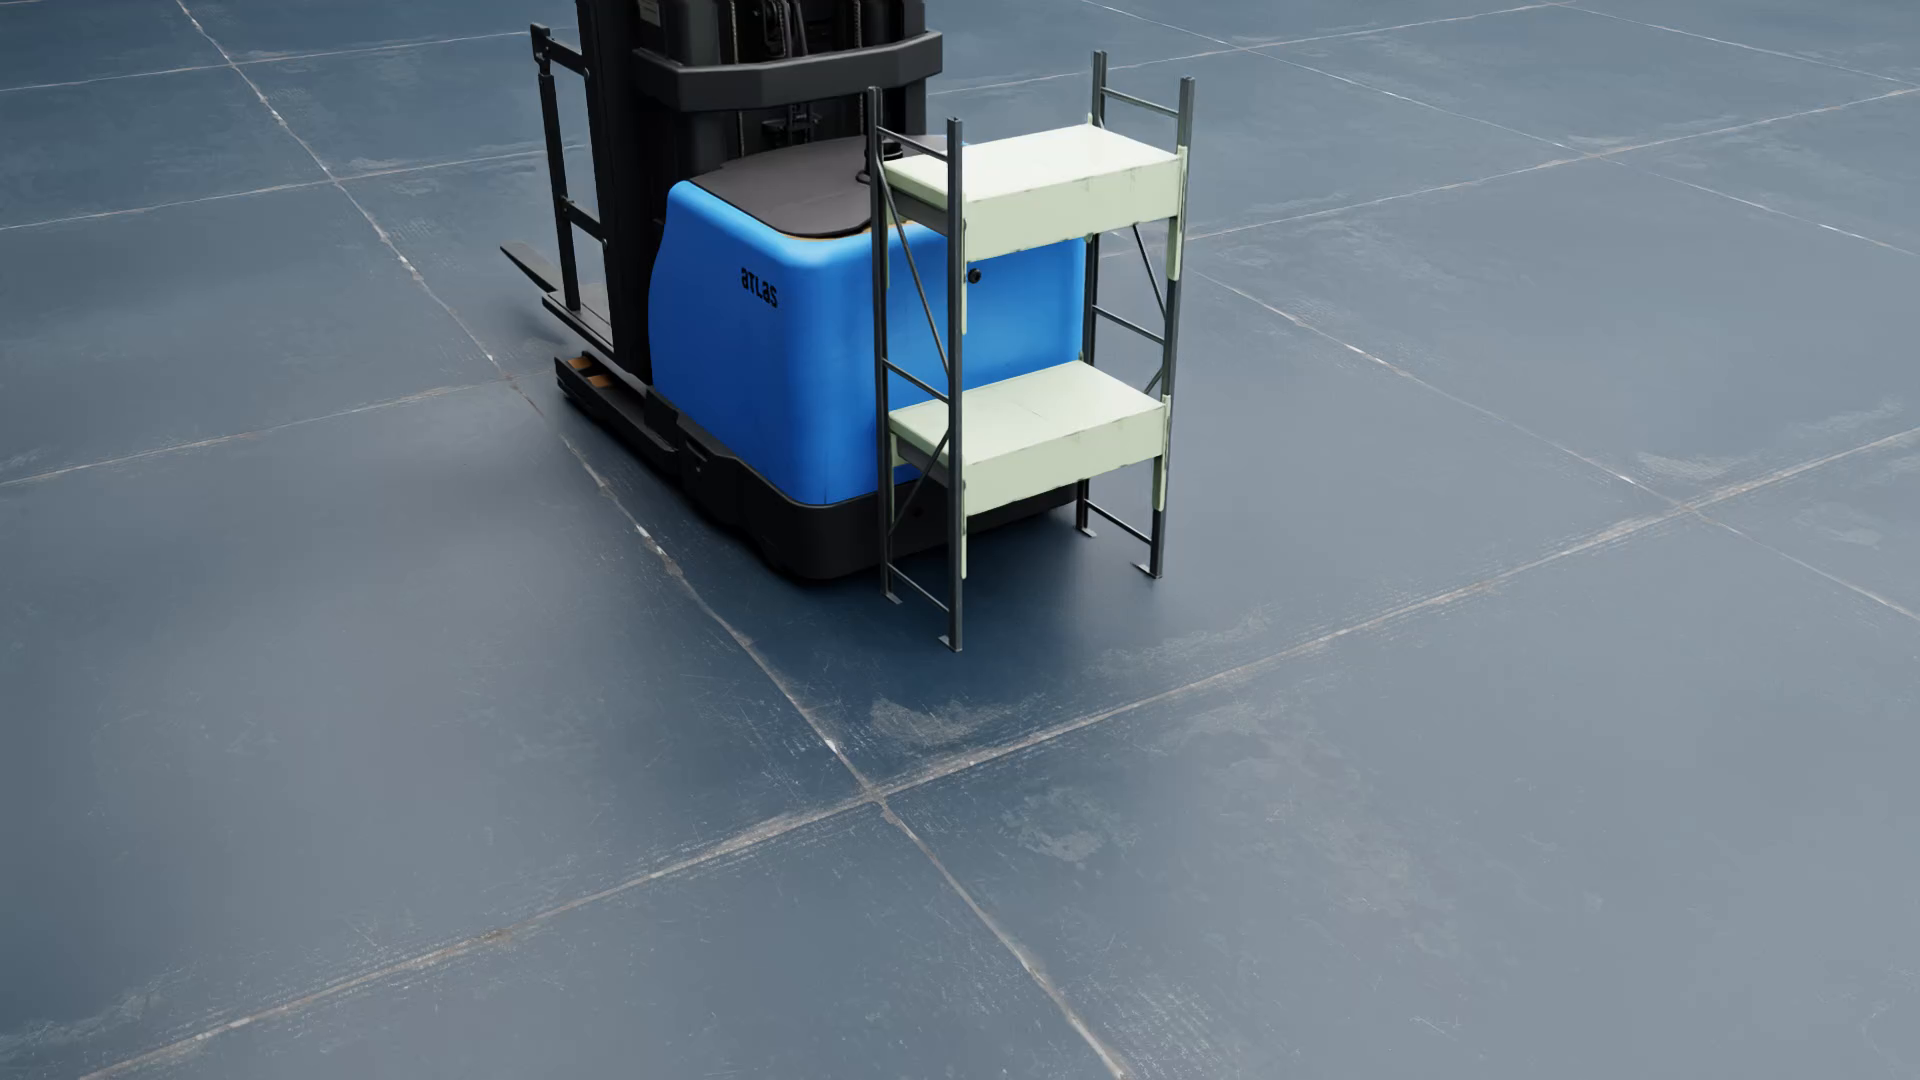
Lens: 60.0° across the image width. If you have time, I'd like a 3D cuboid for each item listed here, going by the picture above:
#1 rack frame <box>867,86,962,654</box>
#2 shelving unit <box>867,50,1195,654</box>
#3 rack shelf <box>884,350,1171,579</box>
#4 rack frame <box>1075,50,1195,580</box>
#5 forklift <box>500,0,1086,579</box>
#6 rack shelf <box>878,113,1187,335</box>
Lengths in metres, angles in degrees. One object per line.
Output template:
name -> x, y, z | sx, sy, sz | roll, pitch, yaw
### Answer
rack frame -> -0.115, -0.420, 4.458 | 0.023, 1.500, 0.400 | -18, 34, -29
shelving unit -> 0.188, -0.519, 4.638 | 0.755, 1.500, 0.431 | -18, 34, -29
rack shelf -> 0.188, -0.233, 4.796 | 0.720, 0.370, 0.431 | -18, 34, -29
rack frame -> 0.491, -0.618, 4.818 | 0.023, 1.500, 0.400 | -18, 34, -29
forklift -> -0.841, -1.833, 5.538 | 1.130, 2.935, 3.031 | -18, 34, -29
rack shelf -> 0.188, -0.861, 4.449 | 0.720, 0.370, 0.431 | -18, 34, -29
